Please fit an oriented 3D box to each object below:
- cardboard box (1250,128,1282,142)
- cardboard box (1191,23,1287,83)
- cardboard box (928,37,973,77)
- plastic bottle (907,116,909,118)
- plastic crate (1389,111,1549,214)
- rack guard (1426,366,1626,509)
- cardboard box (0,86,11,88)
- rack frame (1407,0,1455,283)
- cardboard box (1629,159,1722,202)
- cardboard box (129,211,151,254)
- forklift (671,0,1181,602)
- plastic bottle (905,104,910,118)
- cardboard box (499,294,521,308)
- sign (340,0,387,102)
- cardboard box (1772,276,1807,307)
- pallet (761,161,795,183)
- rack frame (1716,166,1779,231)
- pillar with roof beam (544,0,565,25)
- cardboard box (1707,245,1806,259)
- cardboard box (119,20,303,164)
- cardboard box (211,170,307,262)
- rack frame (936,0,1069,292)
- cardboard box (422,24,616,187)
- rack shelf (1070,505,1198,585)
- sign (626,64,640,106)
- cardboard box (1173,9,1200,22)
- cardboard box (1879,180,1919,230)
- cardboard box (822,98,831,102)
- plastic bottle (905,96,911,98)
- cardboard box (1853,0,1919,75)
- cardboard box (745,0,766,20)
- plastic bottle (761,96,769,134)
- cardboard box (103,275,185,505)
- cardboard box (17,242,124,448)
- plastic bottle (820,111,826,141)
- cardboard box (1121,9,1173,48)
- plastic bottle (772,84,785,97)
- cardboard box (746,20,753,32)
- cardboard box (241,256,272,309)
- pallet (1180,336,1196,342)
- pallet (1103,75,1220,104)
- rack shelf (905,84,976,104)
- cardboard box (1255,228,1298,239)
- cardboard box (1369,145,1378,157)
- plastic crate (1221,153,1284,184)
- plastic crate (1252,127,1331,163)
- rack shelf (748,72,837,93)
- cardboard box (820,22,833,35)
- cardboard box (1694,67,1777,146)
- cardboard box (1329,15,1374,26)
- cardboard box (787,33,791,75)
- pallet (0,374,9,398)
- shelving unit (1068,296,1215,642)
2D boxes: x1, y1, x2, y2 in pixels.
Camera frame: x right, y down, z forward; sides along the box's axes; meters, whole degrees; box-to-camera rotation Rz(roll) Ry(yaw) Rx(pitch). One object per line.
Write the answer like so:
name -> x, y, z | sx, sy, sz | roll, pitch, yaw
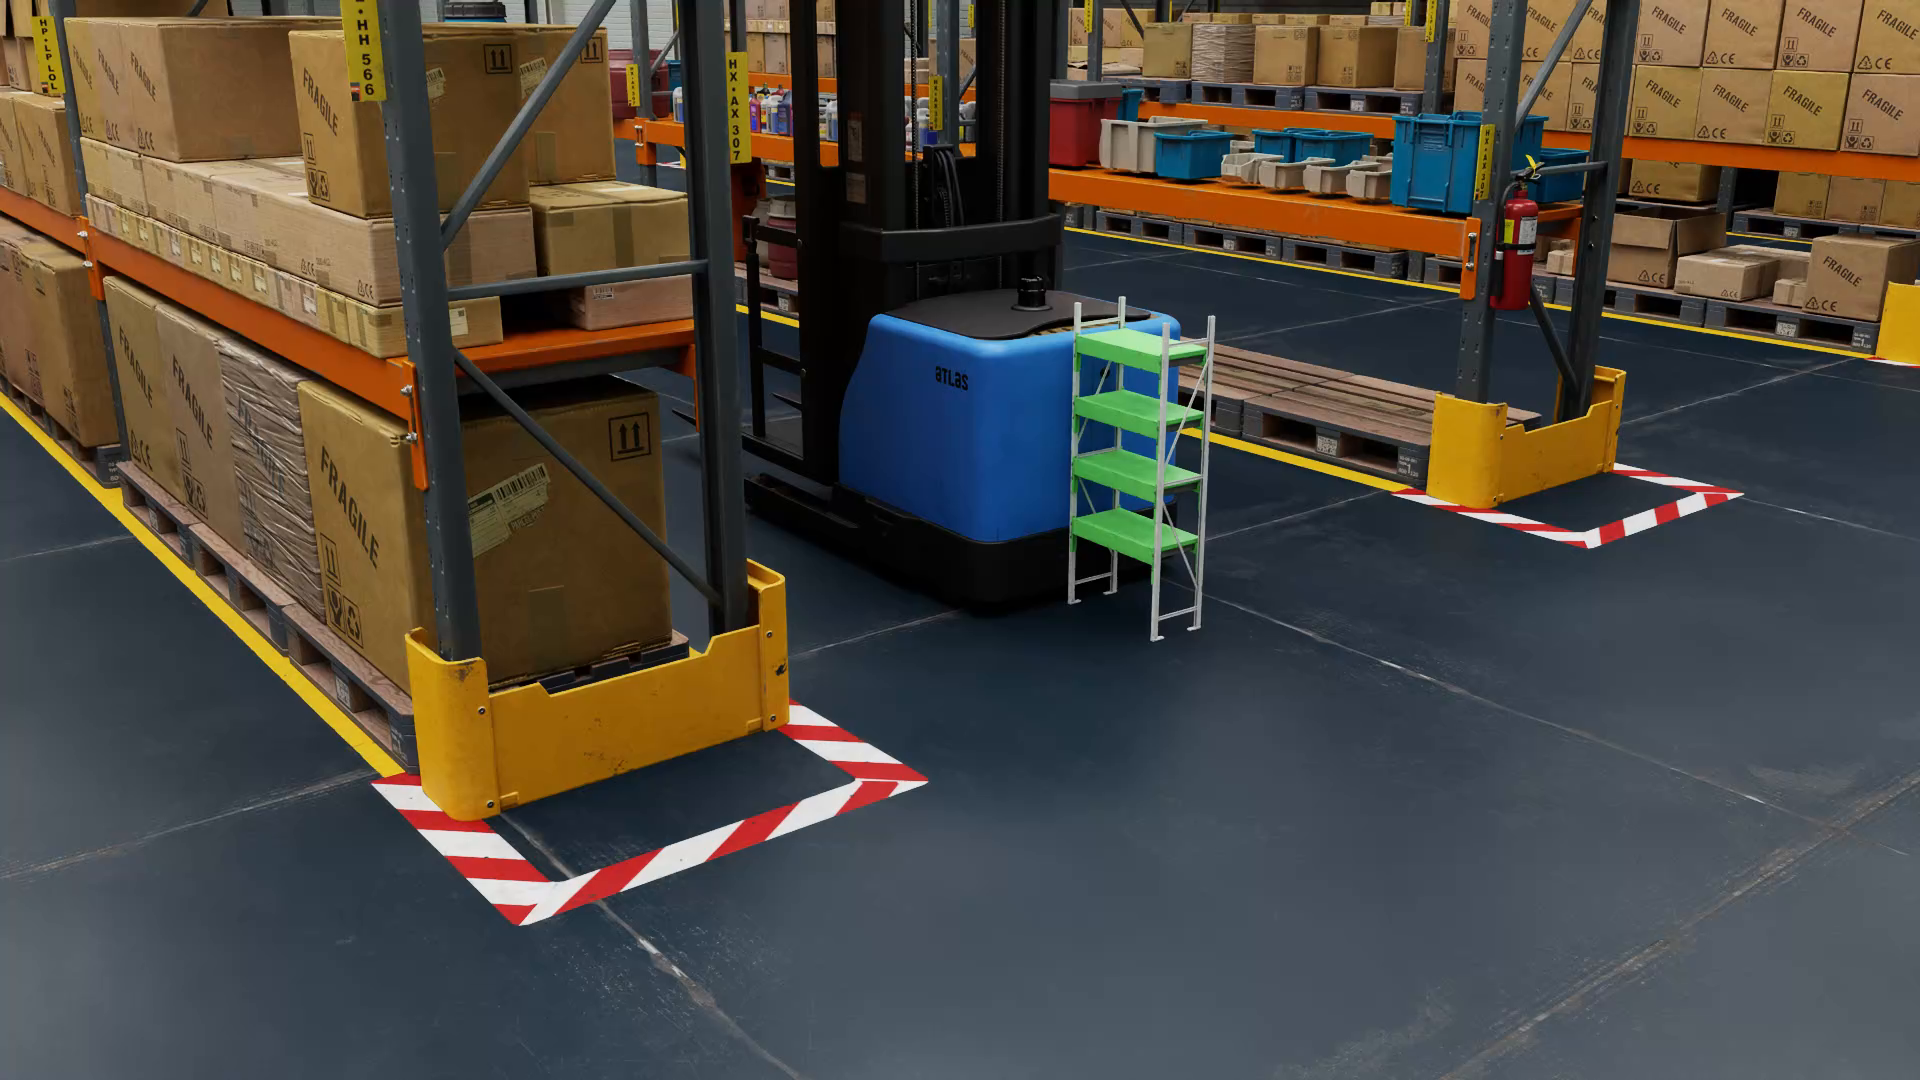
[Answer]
cardboard box -> 4.193, -5.203, 21.579 | 0.700, 0.500, 0.500 | -14, 23, -36
cardboard box -> 2.578, -4.507, 15.375 | 0.700, 0.500, 0.500 | -9, 20, -26
cardboard box -> -0.012, -5.367, 18.640 | 0.500, 0.500, 0.500 | -12, 22, -32
plastic bottle -> -0.360, -2.763, 11.252 | 0.097, 0.201, 0.097 | 0, 18, 0
plastic crate -> 2.408, -1.810, 7.906 | 0.616, 0.435, 0.499 | -14, 23, -36
rack guard -> 2.787, -0.529, 8.165 | 1.175, 0.500, 0.348 | -14, 23, -36
cardboard box -> -5.356, -2.346, 9.517 | 0.500, 0.500, 0.500 | -14, 23, -37
rack frame -> 4.164, -3.671, 13.676 | 1.000, 3.000, 0.127 | -14, 23, -36
cardboard box -> 7.539, -3.952, 17.277 | 0.750, 0.750, 0.750 | -14, 23, -35
cardboard box -> -3.189, -1.287, 6.877 | 0.380, 0.149, 0.250 | -15, 23, -38
forklift -> -0.368, -1.552, 7.385 | 1.130, 2.935, 3.031 | -13, 22, -34
plastic bottle -> -0.436, -2.872, 11.343 | 0.144, 0.351, 0.185 | -14, 23, -36
cardboard box -> -1.402, -0.911, 5.741 | 0.380, 0.149, 0.250 | -15, 23, -37
sign -> -1.554, -1.312, 4.334 | 0.100, 0.325, 0.005 | -14, 23, -36
cardboard box -> 5.936, -1.752, 11.689 | 0.380, 0.166, 0.250 | -14, 23, -36
pallet -> -2.026, -4.823, 21.592 | 1.003, 0.211, 1.213 | -14, 23, -36
rack frame -> 8.045, -4.638, 16.598 | 1.000, 3.000, 0.127 | -14, 23, -36
pillar with roof beam -> -12.844, -14.035, 35.432 | 9.100, 9.000, 0.400 | -14, 23, -36
cardboard box -> 5.911, -2.024, 12.378 | 0.500, 0.250, 0.500 | -14, 23, -36
cardboard box -> -2.881, -1.746, 6.436 | 0.500, 0.500, 0.500 | -15, 23, -38
cardboard box -> -2.260, -1.141, 5.800 | 0.500, 0.250, 0.500 | -15, 23, -38
rack frame -> 0.279, -2.705, 10.759 | 1.000, 3.000, 0.127 | -14, 23, -36
cardboard box -> -1.517, -1.473, 5.610 | 0.500, 0.500, 0.500 | -15, 23, -37
rack shelf -> 0.673, 0.013, 6.381 | 0.258, 0.148, 0.480 | -13, 22, -34
sign -> -2.632, -3.659, 13.380 | 0.100, 0.325, 0.005 | -14, 23, -36
cardboard box -> 2.949, -7.060, 22.927 | 0.500, 0.500, 0.500 | -15, 23, -37
cardboard box -> 9.055, -3.195, 15.549 | 0.700, 0.500, 0.500 | -13, 23, -35
cardboard box -> -1.779, -5.436, 21.522 | 0.500, 0.500, 0.500 | -14, 23, -36
plastic bottle -> -0.429, -3.120, 12.209 | 0.152, 0.276, 0.135 | -14, 23, -36
cardboard box -> 6.156, -3.263, 10.695 | 0.500, 0.500, 0.500 | -14, 23, -37
cardboard box -> -2.330, -6.908, 21.229 | 0.700, 0.500, 0.500 | -14, 23, -36
plastic bottle -> -1.422, -3.141, 12.281 | 0.097, 0.271, 0.097 | 0, 18, 0
cardboard box -> -3.257, -0.751, 7.569 | 0.875, 0.875, 0.875 | -14, 23, -36
cardboard box -> -4.017, -1.083, 8.572 | 1.225, 0.875, 0.875 | -14, 23, -36
plastic bottle -> -0.936, -2.915, 11.710 | 0.097, 0.201, 0.097 | 0, 18, 0
cardboard box -> 2.542, -6.960, 22.624 | 0.500, 0.500, 0.500 | -14, 23, -36
plastic bottle -> -1.476, -3.562, 13.533 | 0.061, 0.283, 0.133 | -14, 23, -36
cardboard box -> -2.570, -6.590, 21.302 | 0.380, 0.149, 0.250 | -15, 23, -38
cardboard box -> -2.235, -0.908, 5.732 | 0.380, 0.149, 0.250 | -15, 23, -37
pallet -> 0.766, -1.207, 10.673 | 1.003, 0.211, 1.213 | -14, 23, -36
pallet -> 2.156, -4.412, 16.219 | 1.213, 0.211, 1.003 | -14, 23, -36
rack shelf -> 0.438, -4.808, 18.254 | 1.077, 0.370, 4.000 | -14, 23, -36
cardboard box -> 3.021, -3.006, 14.944 | 0.500, 0.500, 0.500 | -14, 23, -35
cardboard box -> 3.434, -3.462, 15.129 | 0.500, 0.250, 0.500 | -14, 23, -36
plastic crate -> 1.555, -1.995, 8.941 | 0.298, 0.136, 0.250 | -14, 23, -36
plastic crate -> 1.863, -2.192, 9.380 | 0.416, 0.233, 0.300 | -14, 23, -36
rack shelf -> -2.045, -5.793, 21.230 | 1.077, 0.370, 4.000 | -14, 23, -36
cardboard box -> -1.457, -6.148, 19.966 | 0.380, 0.149, 0.250 | -15, 23, -38
cardboard box -> 5.526, -3.041, 11.615 | 0.500, 0.500, 0.500 | -14, 23, -36
cardboard box -> 4.893, -6.127, 20.234 | 0.700, 0.500, 0.500 | -17, 25, -41
cardboard box -> -1.725, -6.051, 20.704 | 0.700, 0.500, 0.500 | -14, 23, -35
pallet -> -5.657, -1.191, 10.623 | 1.003, 0.211, 1.213 | -14, 23, -36
shelving unit -> 0.673, -0.276, 6.286 | 0.258, 1.200, 0.503 | -13, 22, -34
